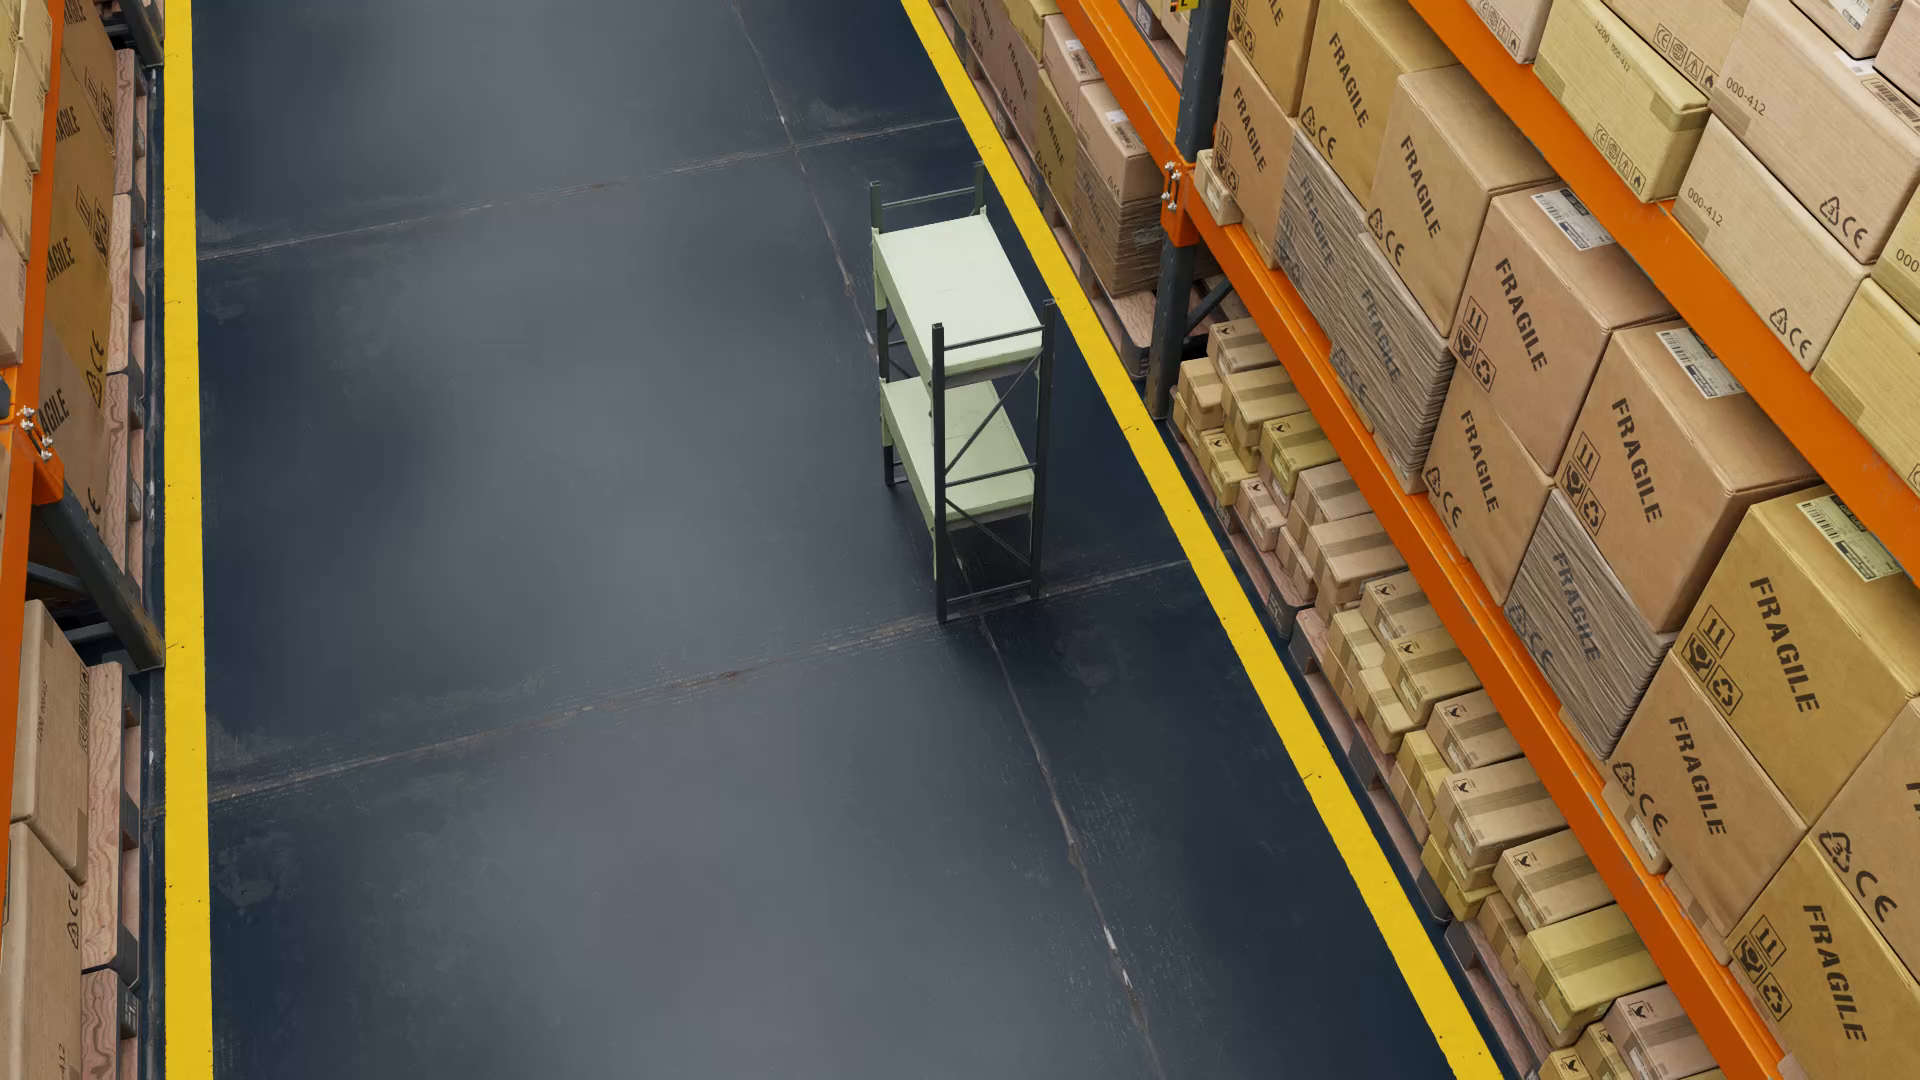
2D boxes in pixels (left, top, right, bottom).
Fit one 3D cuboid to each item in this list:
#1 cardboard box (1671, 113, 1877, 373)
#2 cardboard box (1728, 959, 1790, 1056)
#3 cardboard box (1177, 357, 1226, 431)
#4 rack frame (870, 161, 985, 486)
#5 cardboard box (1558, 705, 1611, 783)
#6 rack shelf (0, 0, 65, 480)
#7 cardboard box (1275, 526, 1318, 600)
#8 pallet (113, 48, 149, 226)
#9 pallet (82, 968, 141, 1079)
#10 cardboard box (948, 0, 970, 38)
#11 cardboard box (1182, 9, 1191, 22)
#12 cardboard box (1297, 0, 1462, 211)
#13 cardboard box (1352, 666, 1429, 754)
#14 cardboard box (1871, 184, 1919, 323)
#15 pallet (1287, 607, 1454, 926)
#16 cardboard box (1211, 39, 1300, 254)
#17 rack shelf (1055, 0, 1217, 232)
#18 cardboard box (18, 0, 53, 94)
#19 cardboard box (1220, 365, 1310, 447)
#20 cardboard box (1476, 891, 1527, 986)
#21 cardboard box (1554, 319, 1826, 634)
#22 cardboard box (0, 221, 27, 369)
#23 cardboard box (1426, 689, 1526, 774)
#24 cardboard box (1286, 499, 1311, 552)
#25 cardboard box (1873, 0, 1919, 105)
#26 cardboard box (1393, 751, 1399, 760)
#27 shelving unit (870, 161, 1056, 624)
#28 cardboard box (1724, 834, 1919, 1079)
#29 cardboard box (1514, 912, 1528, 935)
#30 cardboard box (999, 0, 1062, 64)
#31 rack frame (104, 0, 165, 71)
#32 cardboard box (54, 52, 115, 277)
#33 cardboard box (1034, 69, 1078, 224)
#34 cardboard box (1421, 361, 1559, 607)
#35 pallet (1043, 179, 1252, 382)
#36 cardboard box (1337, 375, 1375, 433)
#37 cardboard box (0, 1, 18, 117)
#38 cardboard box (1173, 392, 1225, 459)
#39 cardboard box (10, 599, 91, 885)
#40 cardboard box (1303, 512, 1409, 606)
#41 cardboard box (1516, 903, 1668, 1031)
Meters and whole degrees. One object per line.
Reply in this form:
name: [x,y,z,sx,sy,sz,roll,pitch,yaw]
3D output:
cardboard box: [1.775,-0.624,3.240,0.500,0.250,0.500,-11,51,-9]
cardboard box: [2.049,1.020,3.882,0.380,0.149,0.250,-13,51,-11]
cardboard box: [1.072,-0.593,6.473,0.380,0.149,0.250,-11,51,-9]
rack frame: [-0.110,-0.756,6.196,0.400,1.500,0.023,-13,51,-11]
cardboard box: [1.813,0.460,4.354,0.380,0.149,0.250,-15,52,-13]
rack shelf: [-4.020,-1.654,6.443,1.077,0.370,4.000,-13,51,-11]
cardboard box: [1.396,0.042,6.132,0.380,0.149,0.250,-14,51,-12]
pallet: [-4.450,-1.855,7.965,1.003,0.211,1.213,-13,51,-11]
pallet: [-2.914,1.940,4.767,1.003,0.211,1.213,-13,51,-11]
cardboard box: [0.205,-2.928,8.407,0.500,0.500,0.500,-13,51,-11]
cardboard box: [0.964,-2.014,5.971,0.380,0.149,0.250,-12,51,-10]
cardboard box: [1.339,-1.309,4.767,0.500,0.500,0.500,-15,51,-12]
cardboard box: [1.538,0.529,5.527,0.380,0.149,0.250,-13,51,-11]
cardboard box: [1.922,-0.428,2.748,0.500,0.250,0.500,-15,51,-12]
pallet: [1.867,0.656,5.849,1.003,0.211,1.213,-13,51,-11]
cardboard box: [1.176,-1.327,5.437,0.500,0.500,0.500,-14,51,-12]
rack shelf: [0.679,-2.847,7.448,1.077,0.370,4.000,-13,51,-11]
cardboard box: [-3.736,-1.880,6.261,0.500,0.250,0.500,-14,51,-12]
cardboard box: [1.199,-0.513,6.211,0.380,0.149,0.250,-11,51,-9]
cardboard box: [1.845,1.195,5.160,0.380,0.149,0.250,-13,51,-11]
cardboard box: [1.768,-0.173,3.809,0.500,0.500,0.500,-11,51,-9]
cardboard box: [-3.306,-0.758,5.315,0.500,0.250,0.500,-14,51,-12]
cardboard box: [1.717,0.604,5.269,0.380,0.149,0.250,-15,51,-12]
cardboard box: [1.416,-0.061,6.025,0.380,0.149,0.250,-16,52,-13]
cardboard box: [1.820,-0.838,2.832,0.380,0.149,0.250,-14,51,-12]
cardboard box: [1.645,0.617,5.647,0.380,0.149,0.250,-12,51,-10]
shelving unit: [-0.002,-0.488,5.970,0.431,1.500,0.755,-13,51,-11]
cardboard box: [2.075,0.905,3.555,0.500,0.500,0.500,-12,51,-10]
cardboard box: [1.888,1.072,5.070,0.380,0.149,0.250,-14,51,-11]
cardboard box: [0.500,-2.437,7.502,0.500,0.250,0.500,-15,52,-13]
rack frame: [-4.611,-3.346,7.399,1.000,3.000,0.127,-13,51,-11]
cardboard box: [-4.226,-1.621,7.060,0.875,0.875,0.875,-13,51,-11]
cardboard box: [0.660,-1.806,7.461,0.500,0.500,0.500,-14,51,-12]
cardboard box: [1.631,-0.207,4.492,0.500,0.500,0.500,-11,51,-9]
pallet: [1.039,-1.287,7.487,1.003,0.211,1.213,-13,51,-11]
cardboard box: [1.405,-0.503,5.166,0.380,0.149,0.250,-12,51,-10]
cardboard box: [-3.594,-1.672,5.758,0.500,0.250,0.500,-13,51,-11]
cardboard box: [1.071,-0.496,6.586,0.380,0.149,0.250,-15,52,-13]
cardboard box: [-3.345,0.748,5.348,0.875,0.438,0.875,-14,51,-12]
cardboard box: [1.417,0.050,5.736,0.380,0.149,0.250,-12,51,-10]
cardboard box: [1.837,1.209,4.759,0.380,0.149,0.250,-14,51,-12]
